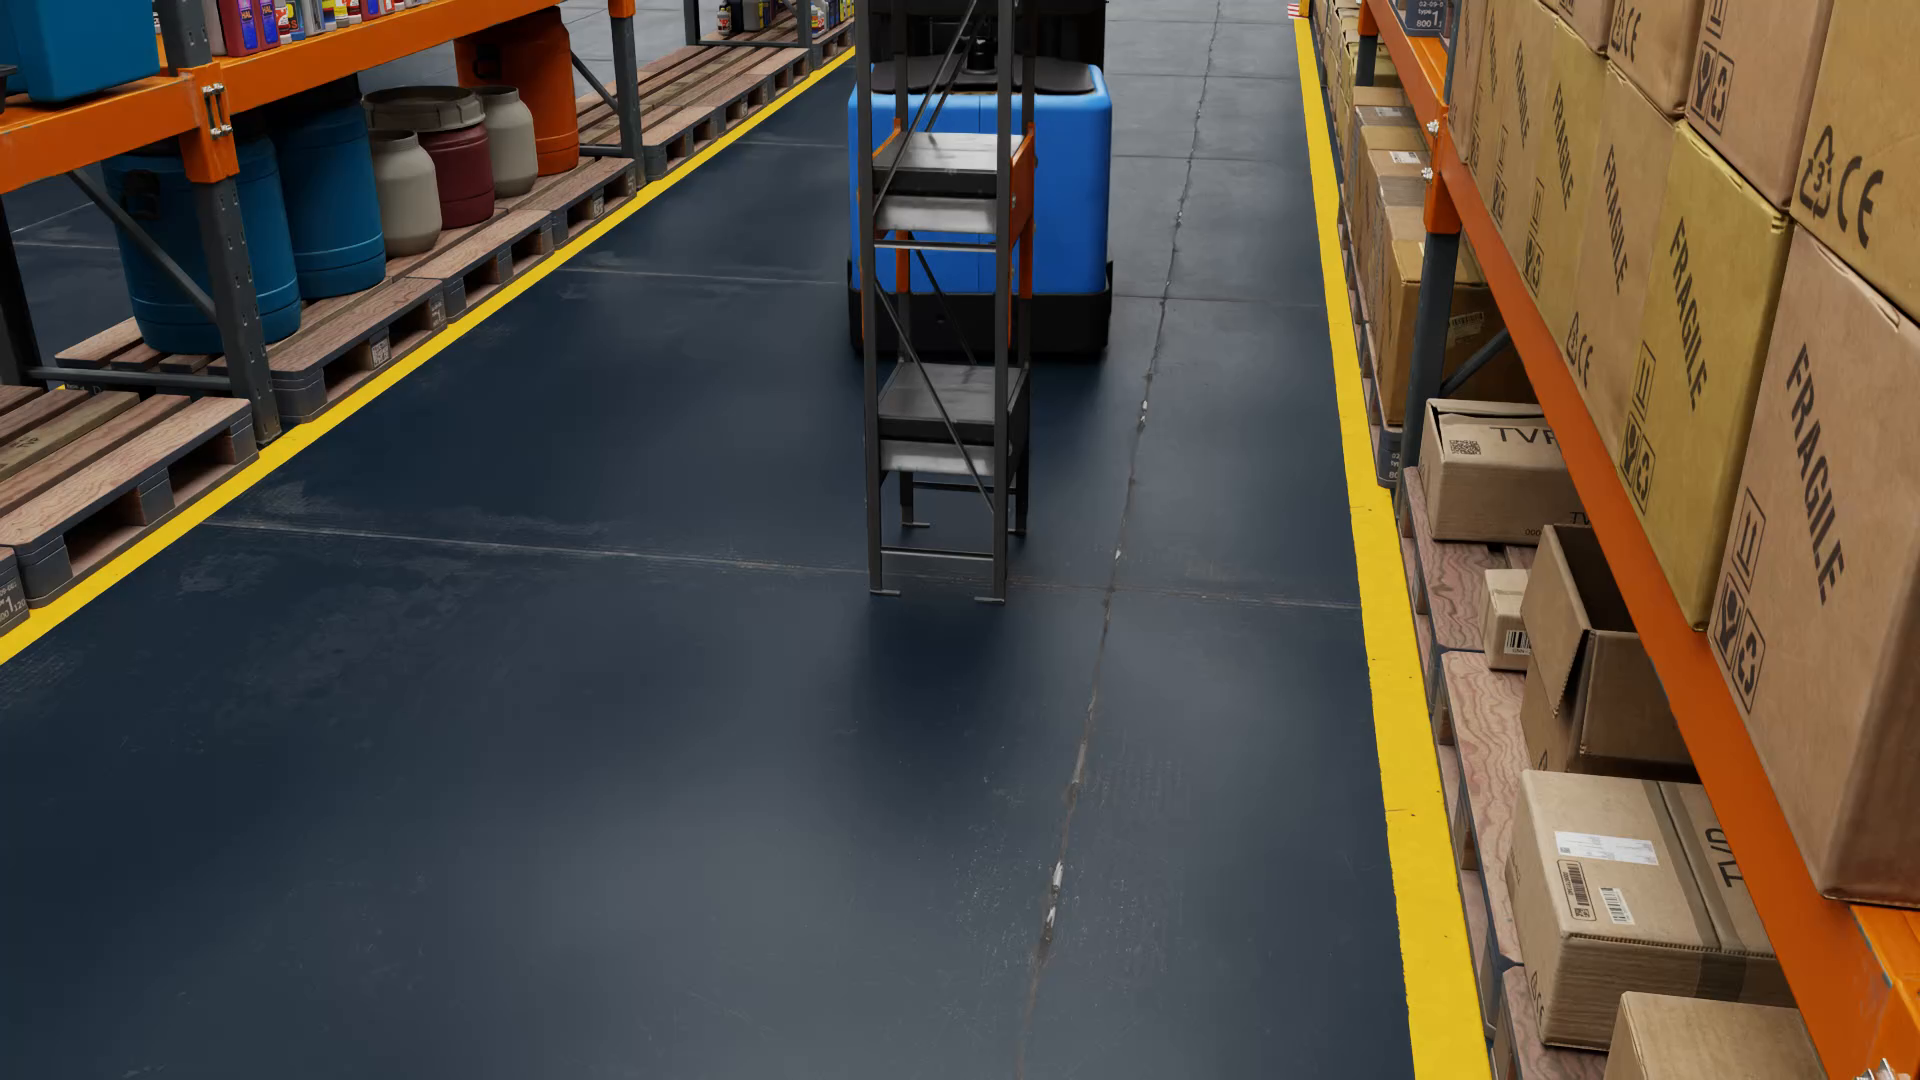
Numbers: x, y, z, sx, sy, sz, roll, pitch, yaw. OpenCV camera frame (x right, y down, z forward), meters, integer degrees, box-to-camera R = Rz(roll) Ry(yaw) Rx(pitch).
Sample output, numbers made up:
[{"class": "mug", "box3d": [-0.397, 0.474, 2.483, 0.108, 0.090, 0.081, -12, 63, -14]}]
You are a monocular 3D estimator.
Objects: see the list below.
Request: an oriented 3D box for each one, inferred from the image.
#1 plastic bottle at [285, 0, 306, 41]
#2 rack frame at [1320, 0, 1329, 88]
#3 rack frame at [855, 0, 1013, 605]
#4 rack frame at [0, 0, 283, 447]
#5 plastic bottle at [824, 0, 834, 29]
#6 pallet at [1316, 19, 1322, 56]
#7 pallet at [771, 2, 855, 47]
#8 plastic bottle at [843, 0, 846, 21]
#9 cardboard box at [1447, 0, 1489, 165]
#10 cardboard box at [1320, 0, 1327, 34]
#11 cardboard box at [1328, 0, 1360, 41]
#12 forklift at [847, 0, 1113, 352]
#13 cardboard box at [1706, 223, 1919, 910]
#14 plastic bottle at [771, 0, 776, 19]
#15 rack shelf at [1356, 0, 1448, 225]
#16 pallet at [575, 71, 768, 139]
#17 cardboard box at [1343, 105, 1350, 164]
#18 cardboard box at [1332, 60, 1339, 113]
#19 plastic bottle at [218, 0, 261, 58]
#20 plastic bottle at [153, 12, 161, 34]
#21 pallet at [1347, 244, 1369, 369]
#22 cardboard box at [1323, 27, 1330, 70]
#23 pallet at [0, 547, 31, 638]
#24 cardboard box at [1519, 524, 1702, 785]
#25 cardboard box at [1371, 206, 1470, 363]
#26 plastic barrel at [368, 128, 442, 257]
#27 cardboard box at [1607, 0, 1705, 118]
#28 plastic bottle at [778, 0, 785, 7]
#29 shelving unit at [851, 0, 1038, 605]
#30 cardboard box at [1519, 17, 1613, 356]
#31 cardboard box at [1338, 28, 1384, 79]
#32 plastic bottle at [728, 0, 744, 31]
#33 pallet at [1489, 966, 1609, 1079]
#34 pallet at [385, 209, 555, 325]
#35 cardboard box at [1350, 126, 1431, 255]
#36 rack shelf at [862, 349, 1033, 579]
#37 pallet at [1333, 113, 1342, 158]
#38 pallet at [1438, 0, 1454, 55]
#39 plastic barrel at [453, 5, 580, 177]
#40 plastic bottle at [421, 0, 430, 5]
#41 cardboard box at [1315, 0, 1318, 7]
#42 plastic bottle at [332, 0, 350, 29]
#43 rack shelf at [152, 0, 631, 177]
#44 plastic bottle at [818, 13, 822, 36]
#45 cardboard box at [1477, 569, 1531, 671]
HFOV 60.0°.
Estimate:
[{"class": "plastic bottle", "box3d": [-2.456, -1.963, 6.057, 0.097, 0.271, 0.097, 0, 25, 0]}, {"class": "rack frame", "box3d": [3.218, -4.752, 11.864, 1.000, 3.000, 0.127, 4, 25, 9]}, {"class": "rack frame", "box3d": [-0.067, -0.780, 4.439, 0.400, 2.100, 0.015, 4, 25, 9]}, {"class": "rack frame", "box3d": [-2.975, -1.751, 5.453, 1.000, 3.000, 0.127, 4, 25, 9]}, {"class": "plastic bottle", "box3d": [-1.127, -4.405, 13.729, 0.144, 0.351, 0.185, 5, 25, 10]}, {"class": "pallet", "box3d": [3.587, -4.331, 14.253, 1.003, 0.211, 1.213, 4, 25, 9]}, {"class": "pallet", "box3d": [-1.320, -4.624, 14.879, 1.003, 0.211, 1.213, 4, 25, 9]}, {"class": "plastic bottle", "box3d": [-1.026, -4.533, 14.179, 0.097, 0.201, 0.097, 0, 25, 0]}, {"class": "cardboard box", "box3d": [1.559, -1.257, 4.280, 0.500, 0.500, 0.500, 5, 25, 10]}, {"class": "cardboard box", "box3d": [3.237, -4.325, 13.699, 0.500, 0.250, 0.500, 4, 25, 9]}, {"class": "cardboard box", "box3d": [2.818, -3.587, 11.461, 0.500, 0.311, 0.500, 4, 25, 8]}, {"class": "forklift", "box3d": [0.104, -2.664, 7.485, 1.130, 2.935, 3.031, 0, 25, 1]}, {"class": "cardboard box", "box3d": [1.062, 0.015, 1.562, 0.500, 0.500, 0.500, 5, 26, 10]}, {"class": "plastic bottle", "box3d": [-1.627, -4.631, 14.291, 0.061, 0.283, 0.133, 4, 25, 9]}, {"class": "rack shelf", "box3d": [2.238, -1.917, 6.656, 1.077, 0.370, 4.000, 4, 25, 9]}, {"class": "pallet", "box3d": [-1.955, -2.991, 11.391, 1.003, 0.211, 1.213, 4, 25, 9]}, {"class": "cardboard box", "box3d": [2.410, -2.261, 9.291, 0.500, 0.250, 0.500, 5, 25, 10]}, {"class": "cardboard box", "box3d": [2.657, -2.902, 10.661, 0.500, 0.250, 0.500, 5, 25, 10]}, {"class": "plastic bottle", "box3d": [-2.495, -1.822, 5.742, 0.061, 0.283, 0.133, 4, 25, 9]}, {"class": "plastic bottle", "box3d": [-3.044, -2.000, 6.220, 0.097, 0.201, 0.097, 0, 25, 0]}, {"class": "pallet", "box3d": [2.203, -0.998, 7.133, 1.003, 0.211, 1.213, 4, 25, 9]}, {"class": "cardboard box", "box3d": [2.908, -3.546, 12.035, 0.500, 0.250, 0.500, 3, 25, 7]}, {"class": "pallet", "box3d": [-3.254, 0.334, 4.288, 1.003, 0.211, 1.213, 4, 25, 9]}, {"class": "cardboard box", "box3d": [1.609, 0.311, 3.473, 0.797, 0.503, 0.637, 4, 25, 9]}, {"class": "cardboard box", "box3d": [1.798, -0.906, 6.077, 0.500, 0.500, 0.500, 4, 25, 9]}, {"class": "plastic barrel", "box3d": [-2.573, -1.567, 7.499, 0.421, 0.512, 0.421, 0, 25, 0]}, {"class": "cardboard box", "box3d": [1.220, -0.865, 2.263, 0.500, 0.500, 0.500, 5, 25, 10]}, {"class": "plastic bottle", "box3d": [-1.635, -4.922, 15.009, 0.097, 0.201, 0.097, 0, 25, 0]}, {"class": "shelving unit", "box3d": [-0.027, -0.882, 4.657, 0.431, 2.100, 0.503, 4, 25, 9]}, {"class": "cardboard box", "box3d": [1.313, -0.621, 2.921, 0.500, 0.500, 0.500, 4, 25, 8]}, {"class": "cardboard box", "box3d": [2.571, -2.943, 10.086, 0.500, 0.311, 0.500, 4, 25, 8]}, {"class": "plastic bottle", "box3d": [-1.847, -4.386, 13.687, 0.144, 0.351, 0.185, 3, 25, 7]}, {"class": "pallet", "box3d": [1.399, 1.164, 2.514, 1.003, 0.211, 1.213, 4, 25, 9]}, {"class": "pallet", "box3d": [-2.611, -1.320, 7.821, 1.003, 0.211, 1.213, 4, 25, 9]}, {"class": "cardboard box", "box3d": [2.041, -1.547, 7.447, 0.500, 0.500, 0.500, 4, 25, 8]}, {"class": "rack shelf", "box3d": [-0.027, -0.235, 4.959, 0.431, 0.518, 0.480, 4, 25, 9]}, {"class": "pallet", "box3d": [2.939, -2.667, 10.698, 1.003, 0.211, 1.213, 4, 25, 9]}, {"class": "pallet", "box3d": [2.149, -1.646, 5.455, 1.003, 0.211, 1.213, 4, 25, 9]}, {"class": "plastic barrel", "box3d": [-2.385, -2.426, 8.958, 0.600, 0.830, 0.708, 4, 25, 9]}, {"class": "plastic bottle", "box3d": [-2.289, -2.391, 6.971, 0.097, 0.271, 0.097, 0, 25, 0]}, {"class": "cardboard box", "box3d": [3.487, -4.952, 15.039, 0.500, 0.250, 0.500, 4, 25, 9]}, {"class": "plastic bottle", "box3d": [-2.402, -2.069, 6.366, 0.097, 0.201, 0.097, 0, 25, 0]}, {"class": "rack shelf", "box3d": [-2.648, -2.262, 7.392, 1.077, 0.370, 4.000, 4, 25, 9]}, {"class": "plastic bottle", "box3d": [-1.167, -4.174, 13.412, 0.097, 0.201, 0.097, 0, 25, 0]}, {"class": "cardboard box", "box3d": [1.497, 0.201, 4.106, 0.380, 0.166, 0.250, 4, 25, 9]}]
